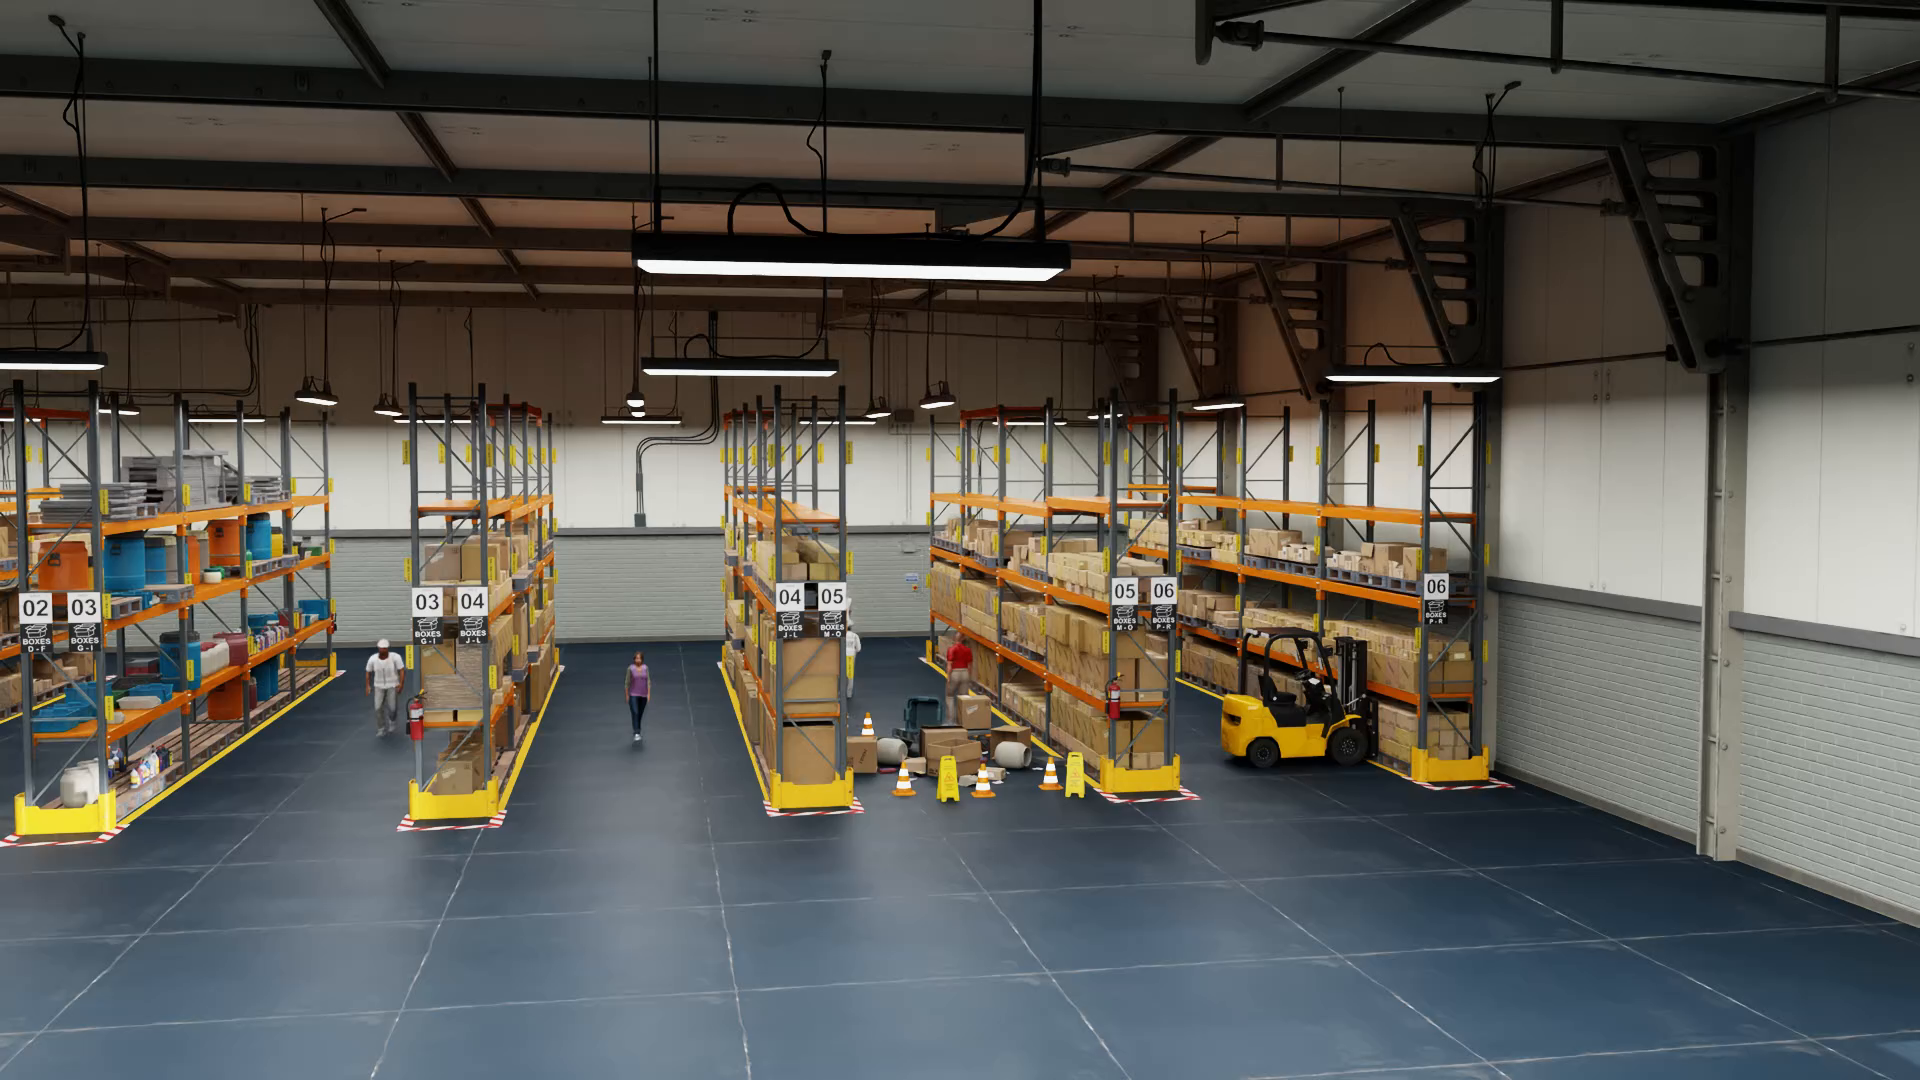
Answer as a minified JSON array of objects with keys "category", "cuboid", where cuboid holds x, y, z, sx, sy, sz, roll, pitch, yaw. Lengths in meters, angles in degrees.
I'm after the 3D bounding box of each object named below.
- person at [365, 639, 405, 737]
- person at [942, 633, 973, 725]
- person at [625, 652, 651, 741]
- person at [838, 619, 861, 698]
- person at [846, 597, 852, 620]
[{"category":"person","cuboid":[-10.298,2.630,29.808,0.672,1.742,0.619,0,3,-10]},{"category":"person","cuboid":[-0.015,2.610,30.820,0.576,1.775,0.609,-1,3,-24]},{"category":"person","cuboid":[-5.629,2.729,29.132,0.419,1.546,0.967,-2,3,-31]},{"category":"person","cuboid":[-2.359,2.460,34.610,0.616,1.592,0.716,0,3,-8]},{"category":"person","cuboid":[-2.918,1.892,39.591,0.645,1.656,0.747,-2,4,-37]}]
